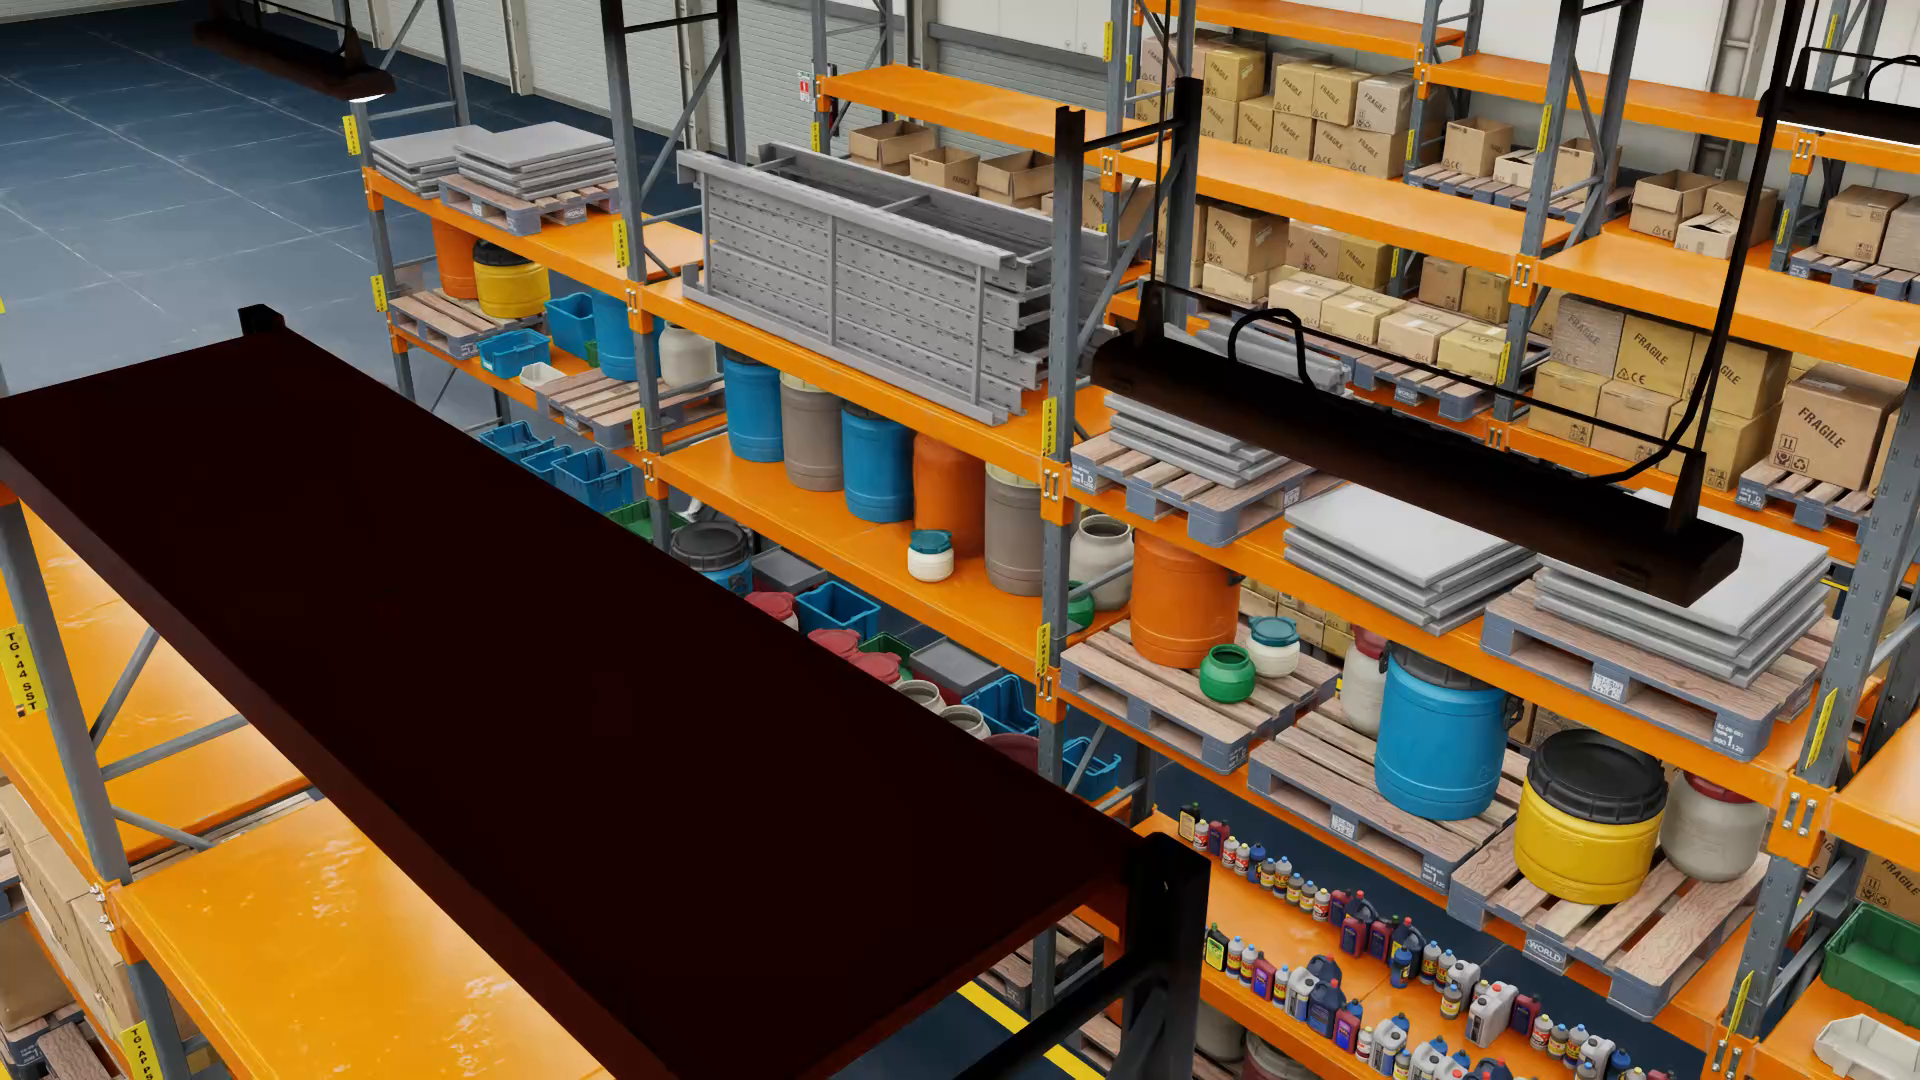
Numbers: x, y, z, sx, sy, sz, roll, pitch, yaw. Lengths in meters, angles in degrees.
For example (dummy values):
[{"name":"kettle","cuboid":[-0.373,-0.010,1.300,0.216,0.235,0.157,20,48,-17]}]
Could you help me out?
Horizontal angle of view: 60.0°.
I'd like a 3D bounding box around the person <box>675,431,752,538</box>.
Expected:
[{"name":"person","cuboid":[-2.539,-0.797,16.580,0.952,1.616,0.508,5,29,9]}]
